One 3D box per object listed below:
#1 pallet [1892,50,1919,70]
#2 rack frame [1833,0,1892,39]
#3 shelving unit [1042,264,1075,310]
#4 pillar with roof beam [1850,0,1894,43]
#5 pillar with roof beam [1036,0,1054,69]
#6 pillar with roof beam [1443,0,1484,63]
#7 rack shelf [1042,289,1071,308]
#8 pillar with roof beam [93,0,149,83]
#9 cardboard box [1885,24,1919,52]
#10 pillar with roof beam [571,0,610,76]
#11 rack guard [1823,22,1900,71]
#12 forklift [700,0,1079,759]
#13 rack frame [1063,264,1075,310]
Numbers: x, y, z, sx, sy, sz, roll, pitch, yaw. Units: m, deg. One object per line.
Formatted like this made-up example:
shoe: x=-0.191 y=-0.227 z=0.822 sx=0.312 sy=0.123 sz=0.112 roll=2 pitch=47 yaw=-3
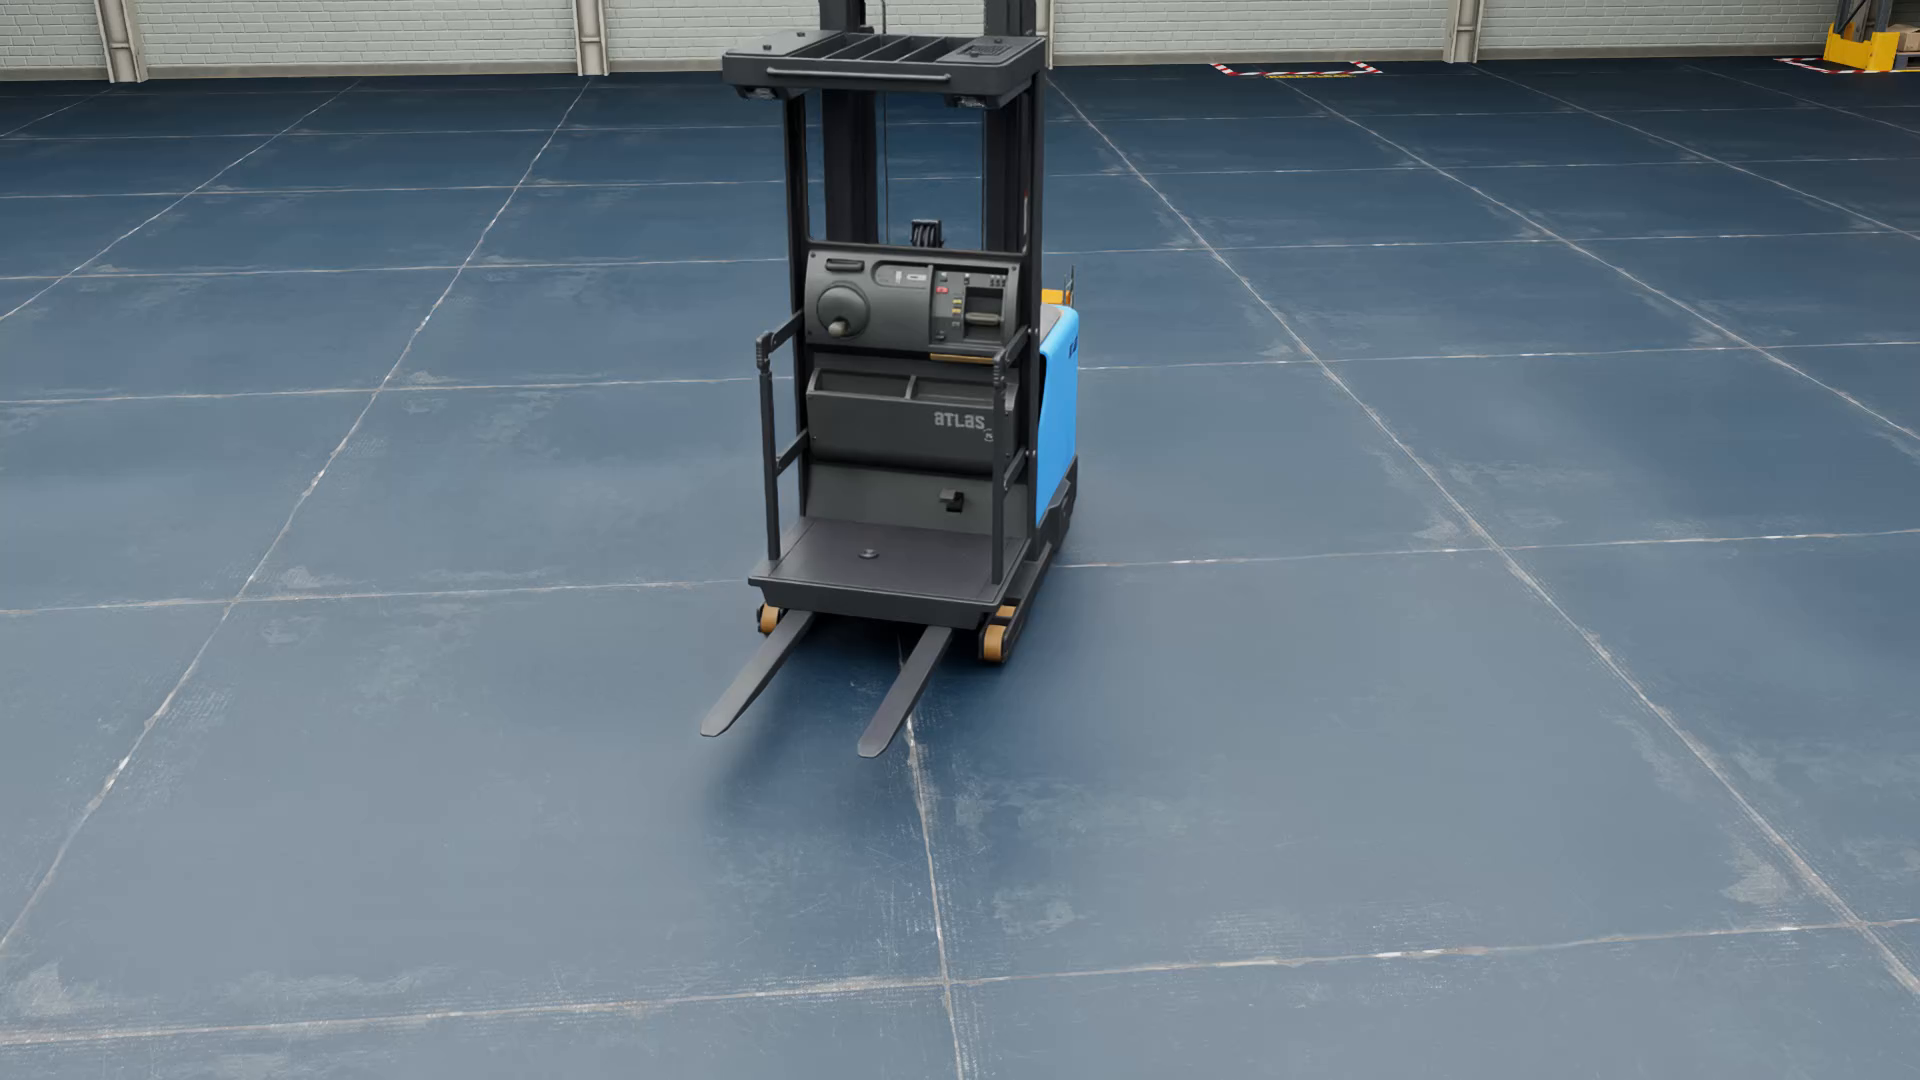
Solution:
pallet: x=13.276 y=-6.720 z=23.109 sx=1.213 sy=0.211 sz=1.003 roll=-2 pitch=24 yaw=-5
rack frame: x=12.388 y=-7.973 z=22.495 sx=0.127 sy=3.000 sz=1.000 roll=-2 pitch=24 yaw=-5
shelving unit: x=0.311 y=-0.834 z=8.648 sx=0.503 sy=1.200 sz=0.258 roll=6 pitch=25 yaw=13
pillar with roof beam: x=13.423 y=-9.352 z=18.211 sx=0.400 sy=9.000 sz=9.100 roll=-2 pitch=24 yaw=-5
pillar with roof beam: x=1.481 y=-8.873 z=17.133 sx=0.400 sy=9.000 sz=9.100 roll=-2 pitch=24 yaw=-5
pillar with roof beam: x=7.452 y=-9.112 z=17.672 sx=0.400 sy=9.000 sz=9.100 roll=-2 pitch=24 yaw=-5
rack shelf: x=0.311 y=-1.193 z=8.489 sx=0.480 sy=0.148 sz=0.258 roll=6 pitch=25 yaw=13
pillar with roof beam: x=-10.461 y=-8.394 z=16.056 sx=0.400 sy=9.000 sz=9.100 roll=-2 pitch=24 yaw=-5
cardboard box: x=13.086 y=-6.937 z=22.932 sx=0.500 sy=0.311 sz=0.500 roll=-5 pitch=24 yaw=-11
pillar with roof beam: x=-4.490 y=-8.633 z=16.595 sx=0.400 sy=9.000 sz=9.100 roll=-2 pitch=24 yaw=-5
rack guard: x=12.464 y=-6.834 z=23.010 sx=0.348 sy=0.500 sz=1.175 roll=-2 pitch=24 yaw=-5
forklift: x=-0.258 y=-0.987 z=6.861 sx=1.130 sy=2.935 sz=3.031 roll=6 pitch=25 yaw=13
rack frame: x=0.548 y=-0.809 z=8.594 sx=0.015 sy=1.200 sz=0.240 roll=6 pitch=25 yaw=13
